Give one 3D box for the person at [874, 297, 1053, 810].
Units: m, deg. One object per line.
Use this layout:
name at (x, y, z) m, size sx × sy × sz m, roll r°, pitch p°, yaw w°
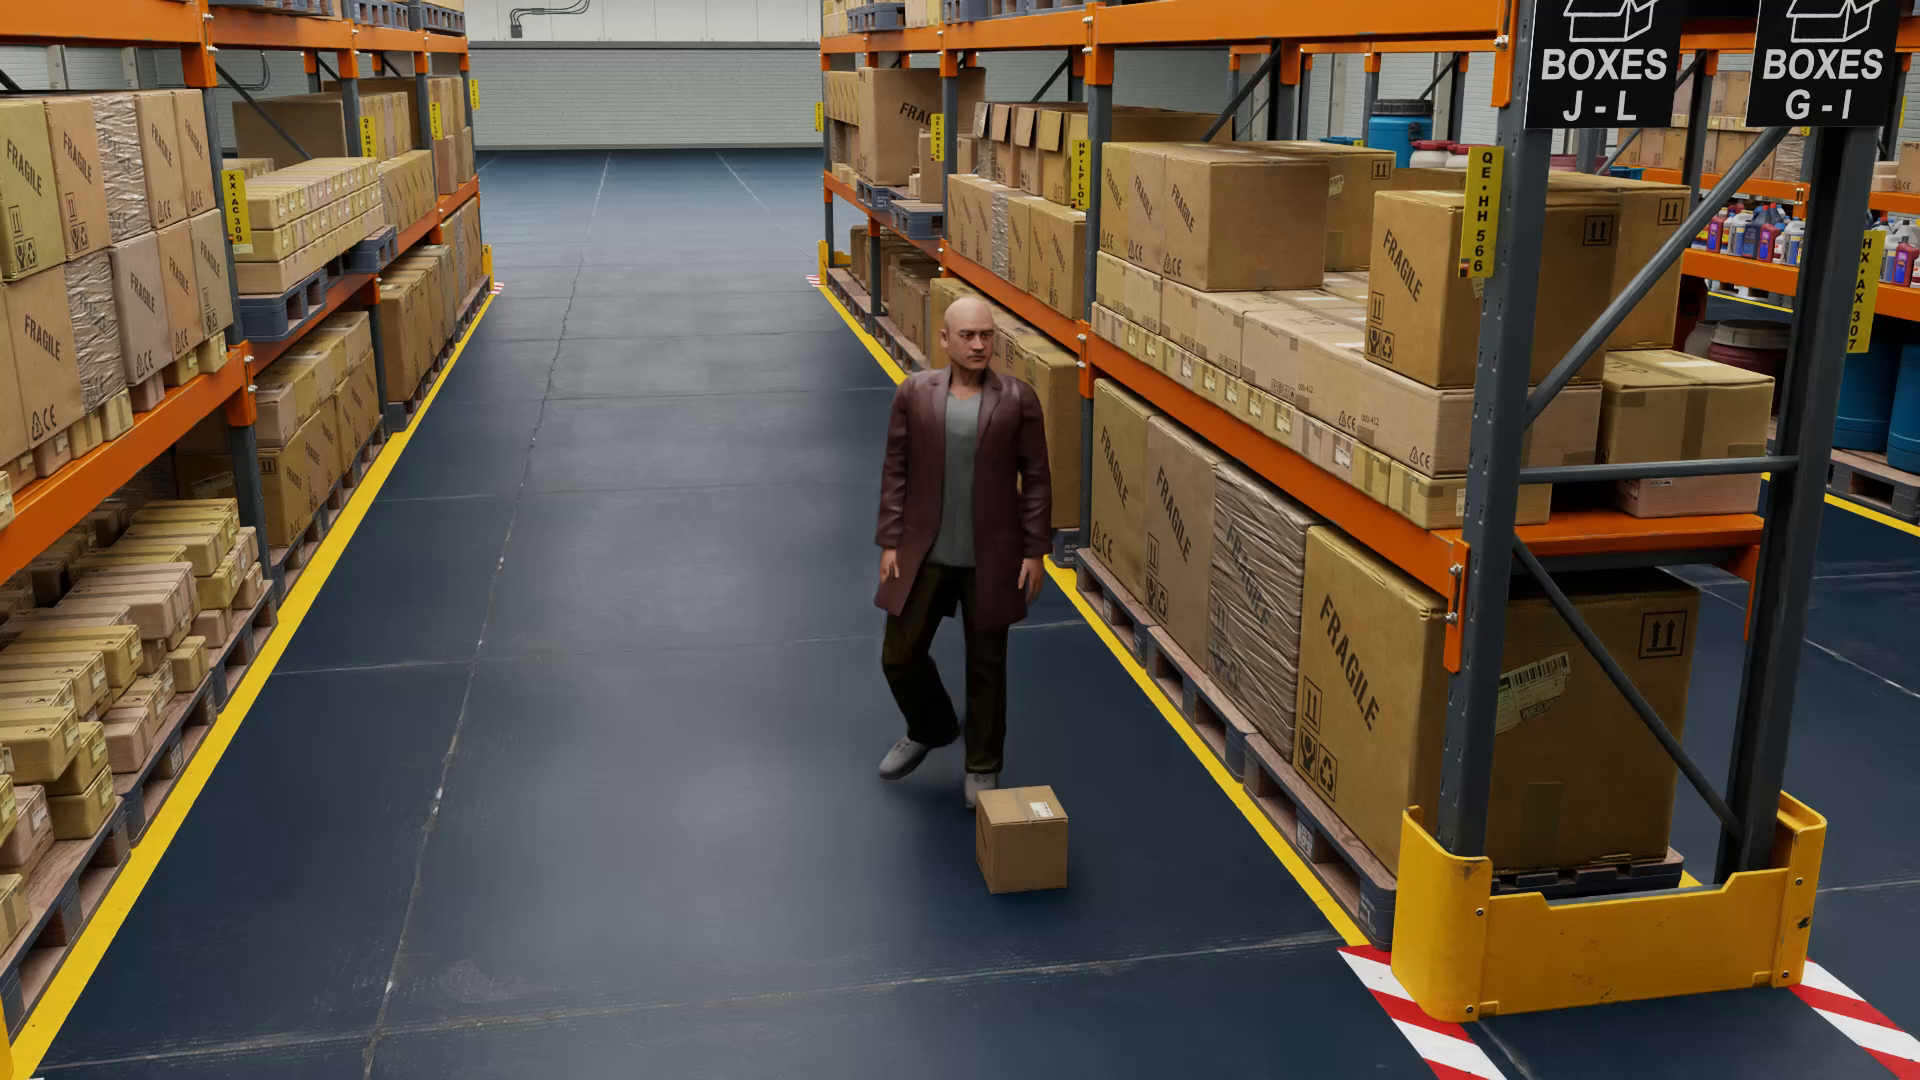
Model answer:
person at (0.009, 0.049, 5.809) m, size 0.628 × 1.781 × 0.476 m, roll 2°, pitch 16°, yaw 5°
